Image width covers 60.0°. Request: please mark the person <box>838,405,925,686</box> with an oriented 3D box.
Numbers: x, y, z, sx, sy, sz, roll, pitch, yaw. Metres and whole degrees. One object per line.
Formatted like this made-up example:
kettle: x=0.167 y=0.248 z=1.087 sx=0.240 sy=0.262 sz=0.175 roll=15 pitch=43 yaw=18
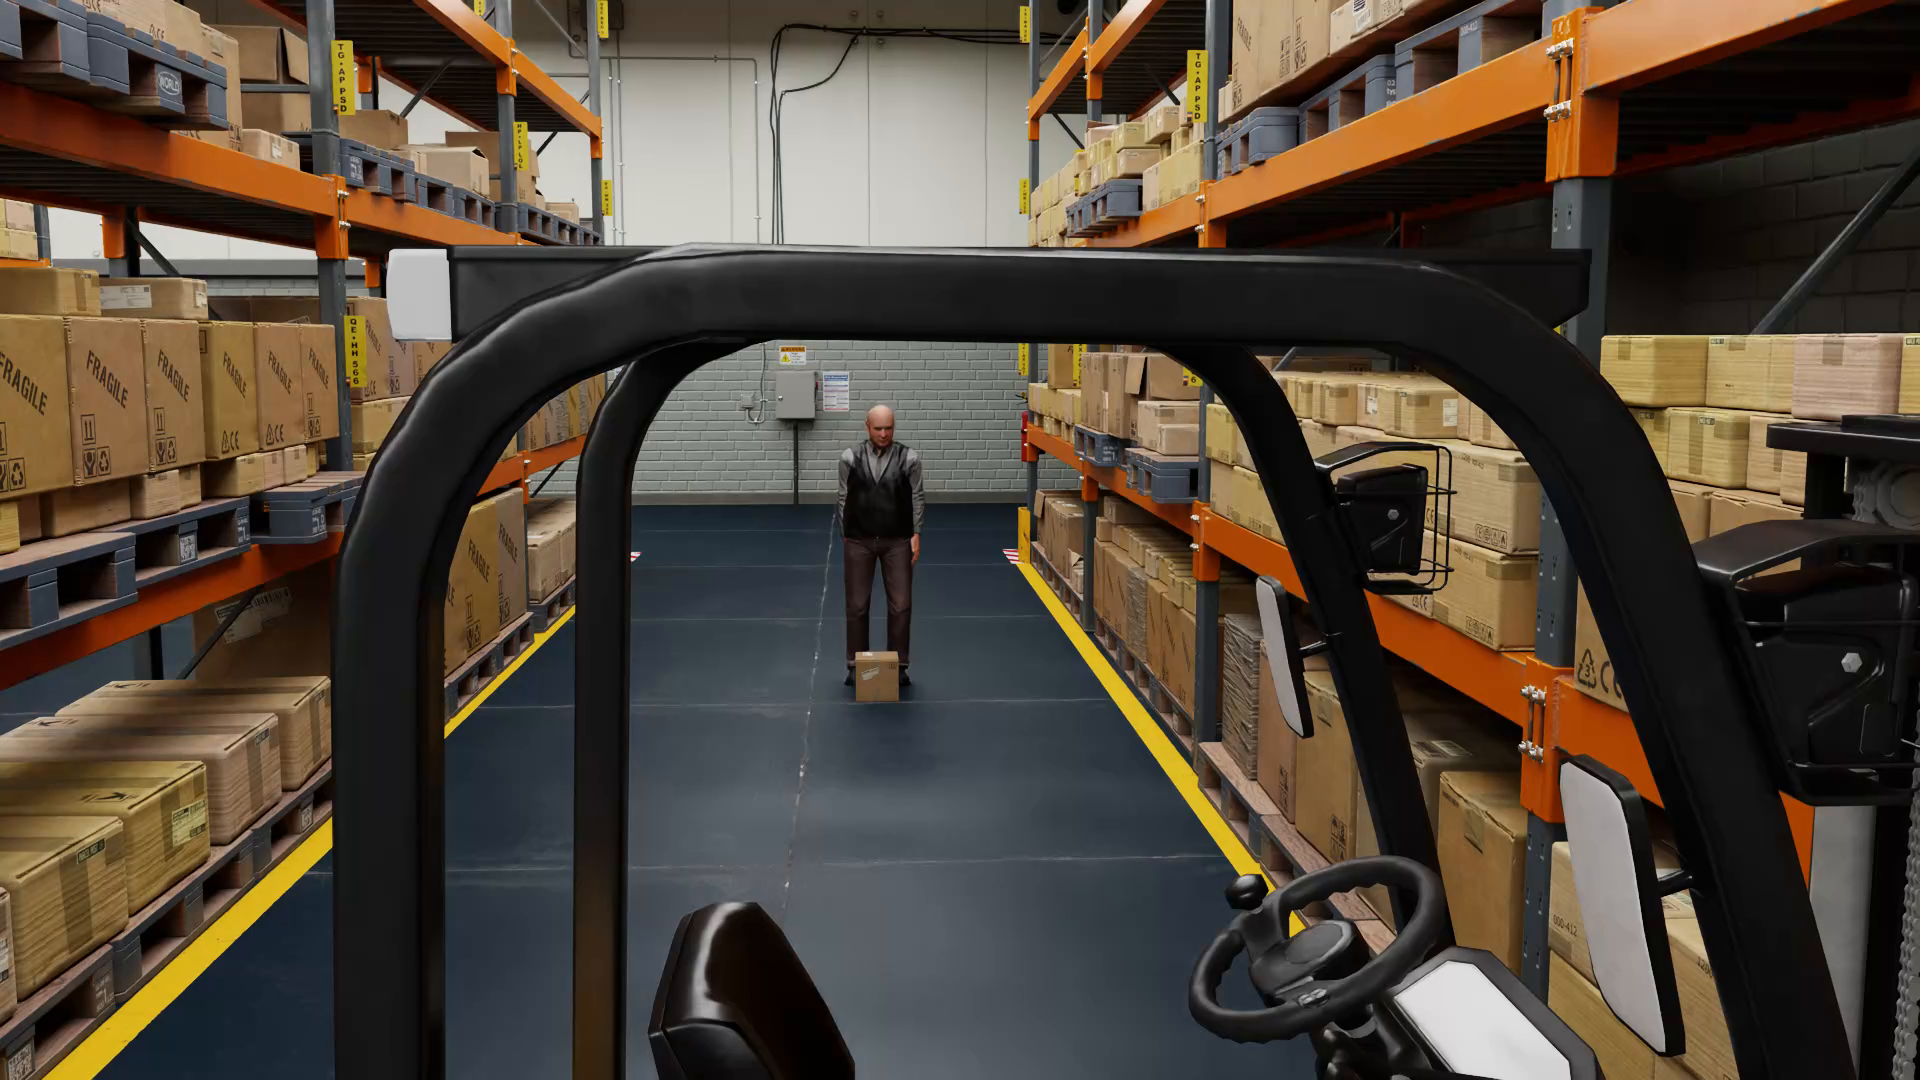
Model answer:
person: x=-0.479 y=0.029 z=10.187 sx=0.536 sy=1.713 sz=0.356 roll=0 pitch=7 yaw=-3
